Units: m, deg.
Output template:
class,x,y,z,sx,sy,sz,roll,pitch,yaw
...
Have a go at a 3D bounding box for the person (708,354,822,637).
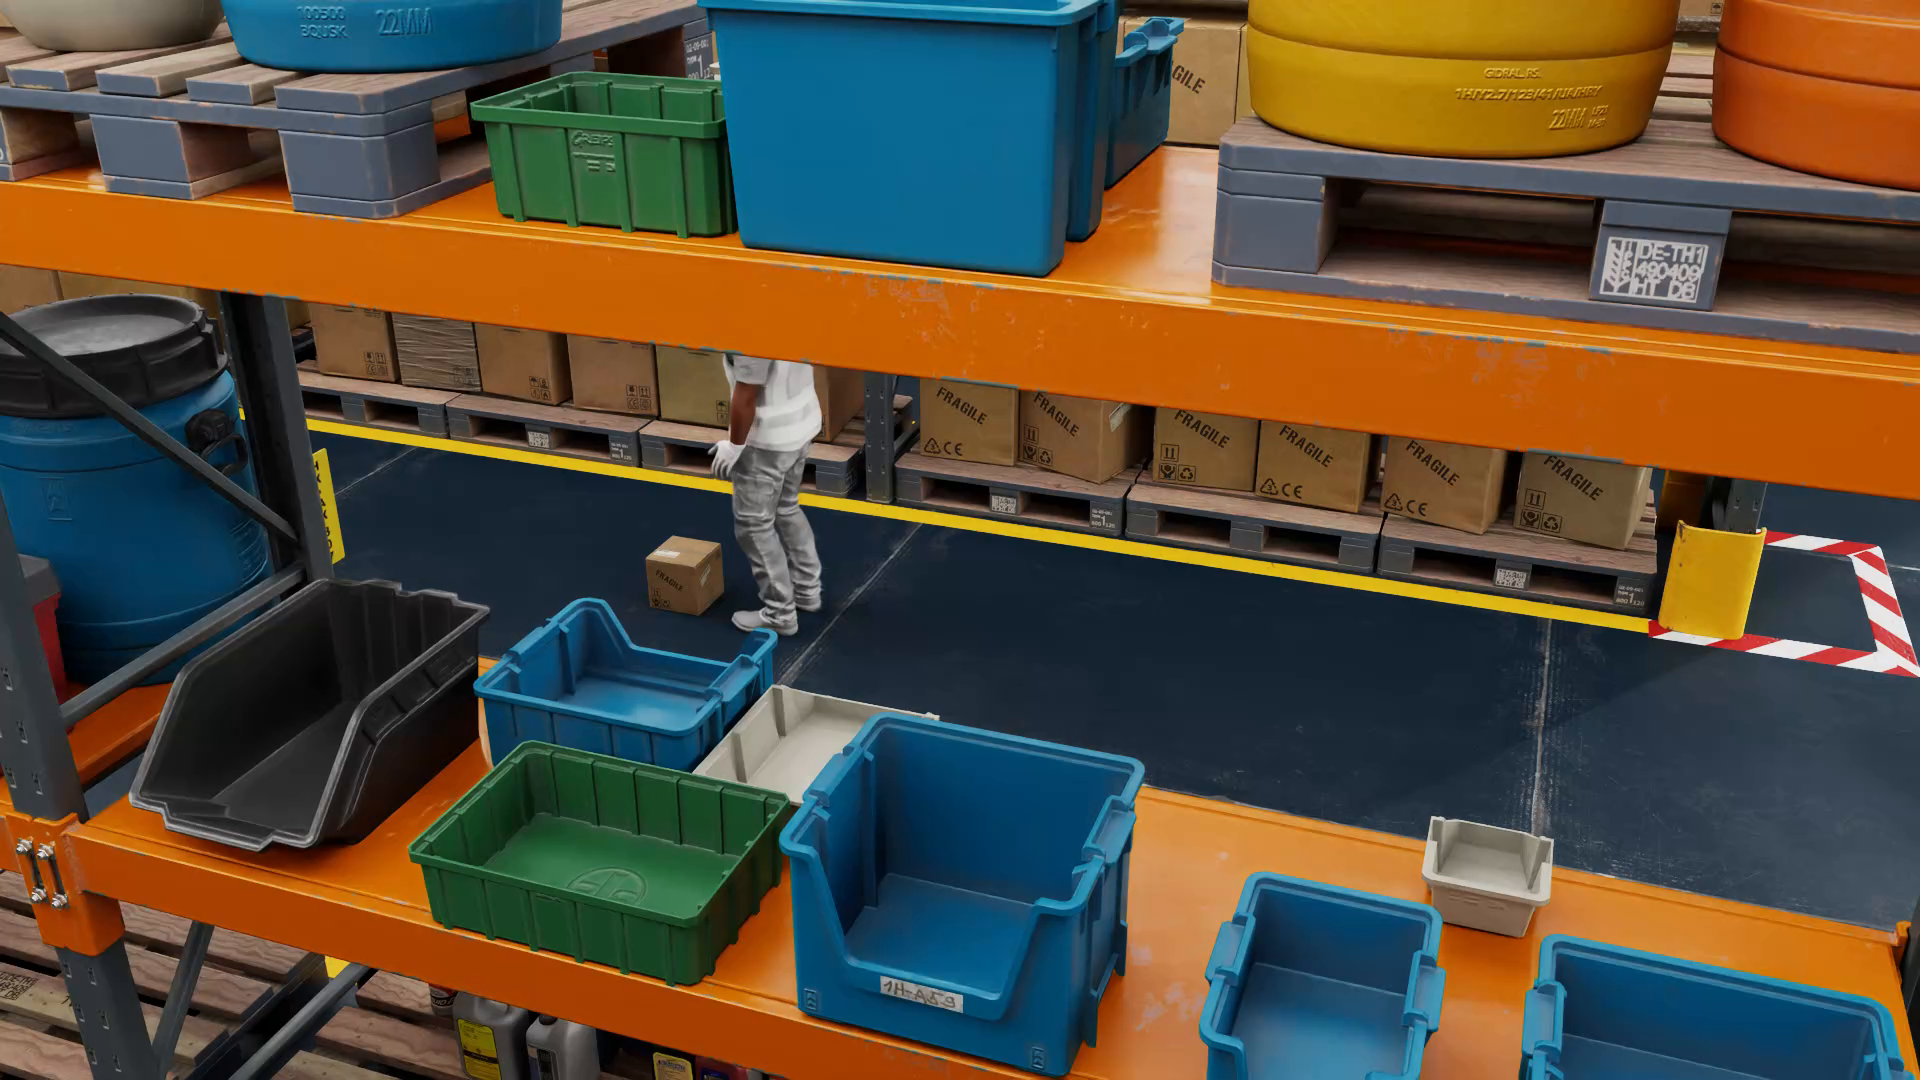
class,x,y,z,sx,sy,sz,roll,pitch,yaw
person,-0.811,-0.441,7.036,0.389,1.765,0.557,9,27,19
